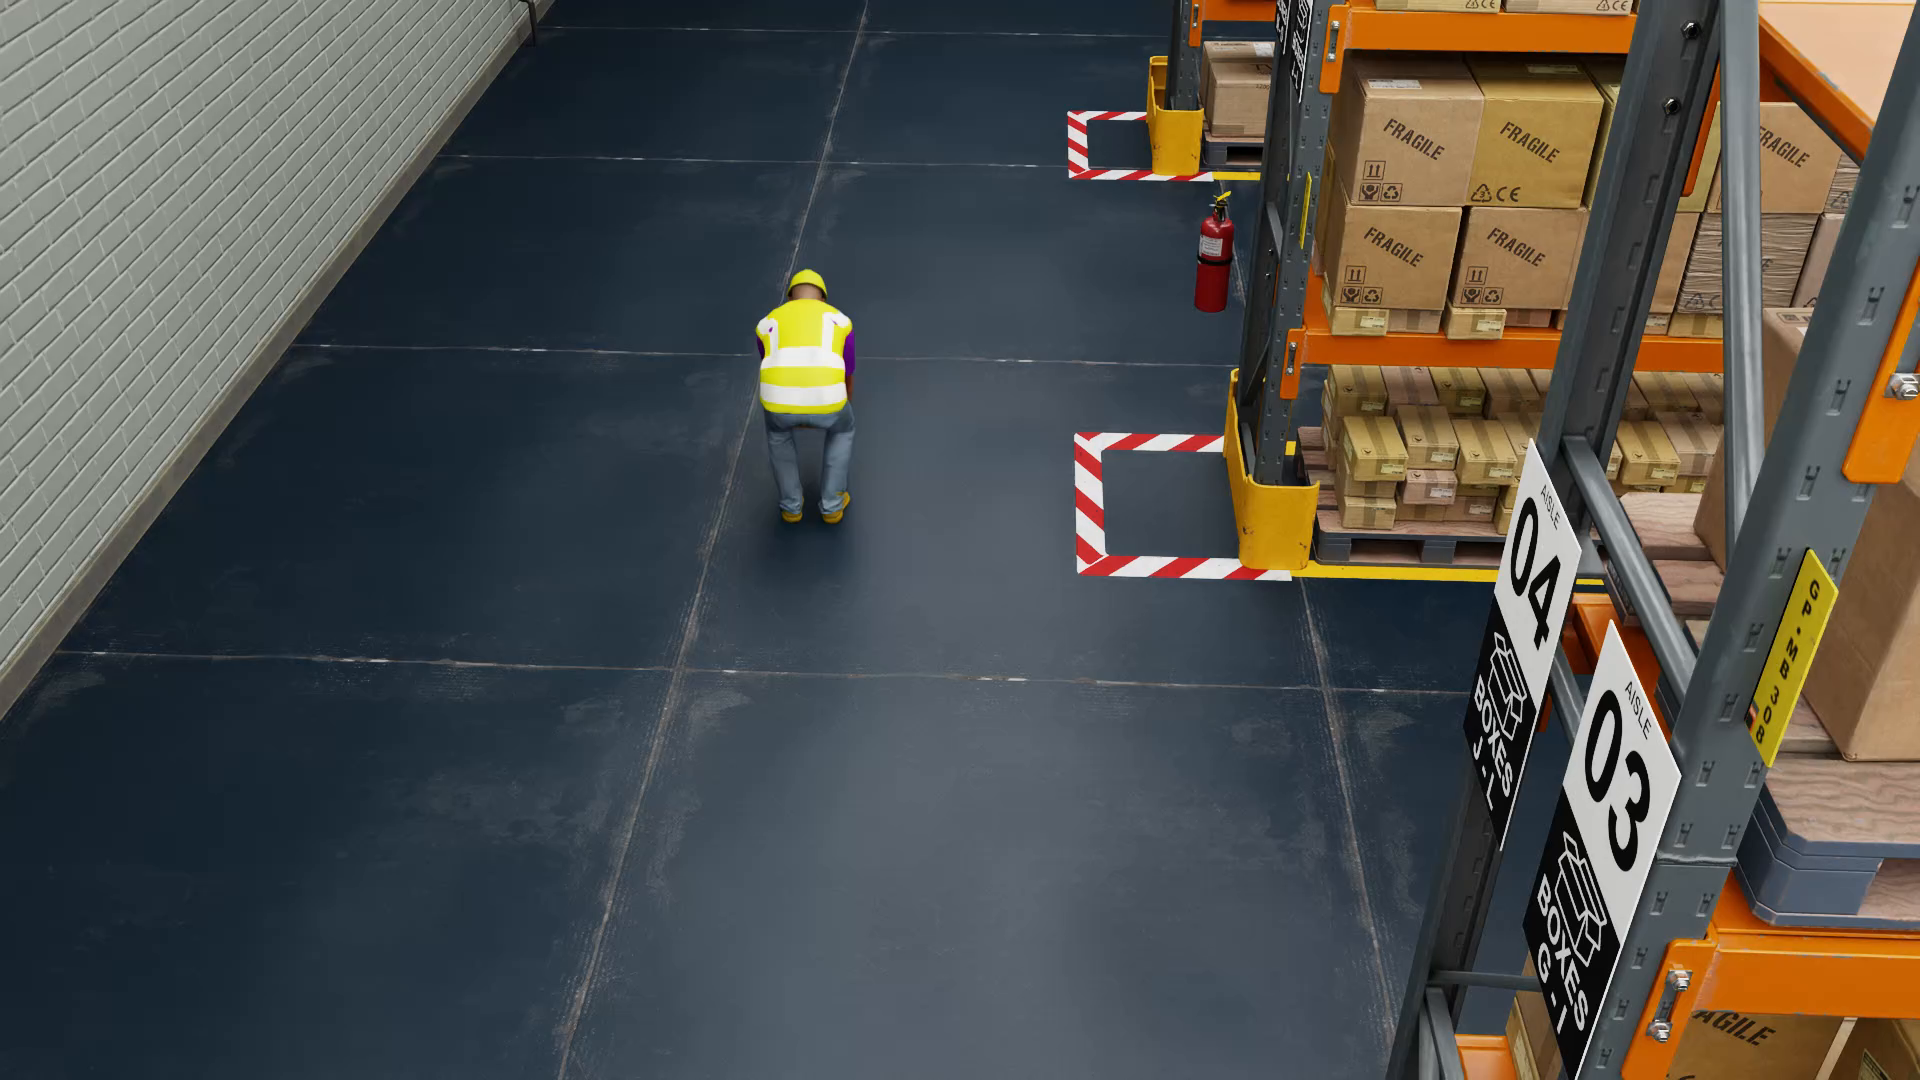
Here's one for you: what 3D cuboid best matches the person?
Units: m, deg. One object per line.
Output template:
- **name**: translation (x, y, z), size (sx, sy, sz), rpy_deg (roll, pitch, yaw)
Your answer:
- **person**: translation (-0.792, -0.713, 8.633), size (0.504, 1.142, 0.960), rpy_deg (0, 35, 0)
